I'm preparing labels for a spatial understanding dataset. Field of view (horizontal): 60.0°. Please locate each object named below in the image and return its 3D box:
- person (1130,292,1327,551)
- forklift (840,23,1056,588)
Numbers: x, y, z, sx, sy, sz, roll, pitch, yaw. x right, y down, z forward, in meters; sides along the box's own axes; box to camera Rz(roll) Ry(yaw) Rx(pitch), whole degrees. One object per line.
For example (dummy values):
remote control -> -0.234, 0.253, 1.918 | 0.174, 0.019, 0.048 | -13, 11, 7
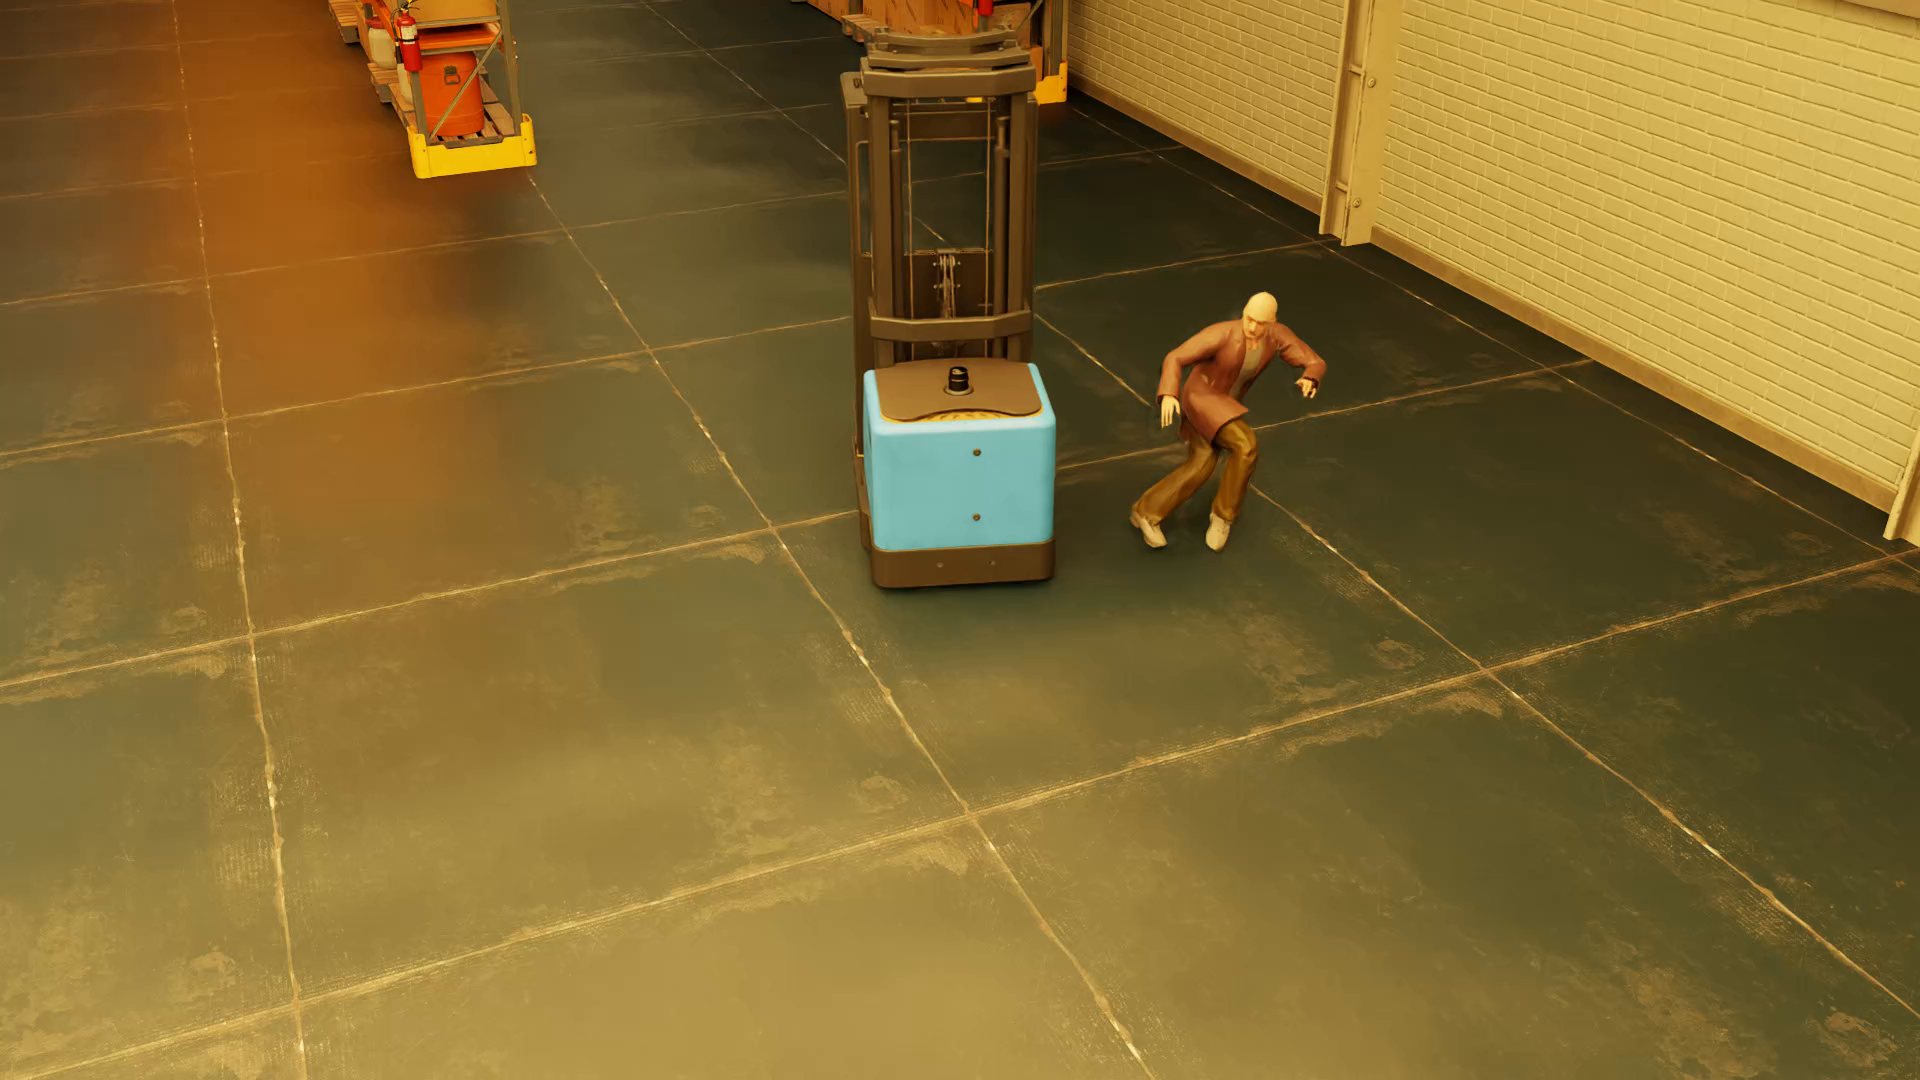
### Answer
person -> 1.570, -0.676, 9.679 | 1.043, 1.550, 0.929 | -21, 36, -32
forklift -> -0.129, -1.706, 10.104 | 1.130, 2.935, 3.031 | -3, 30, -5
